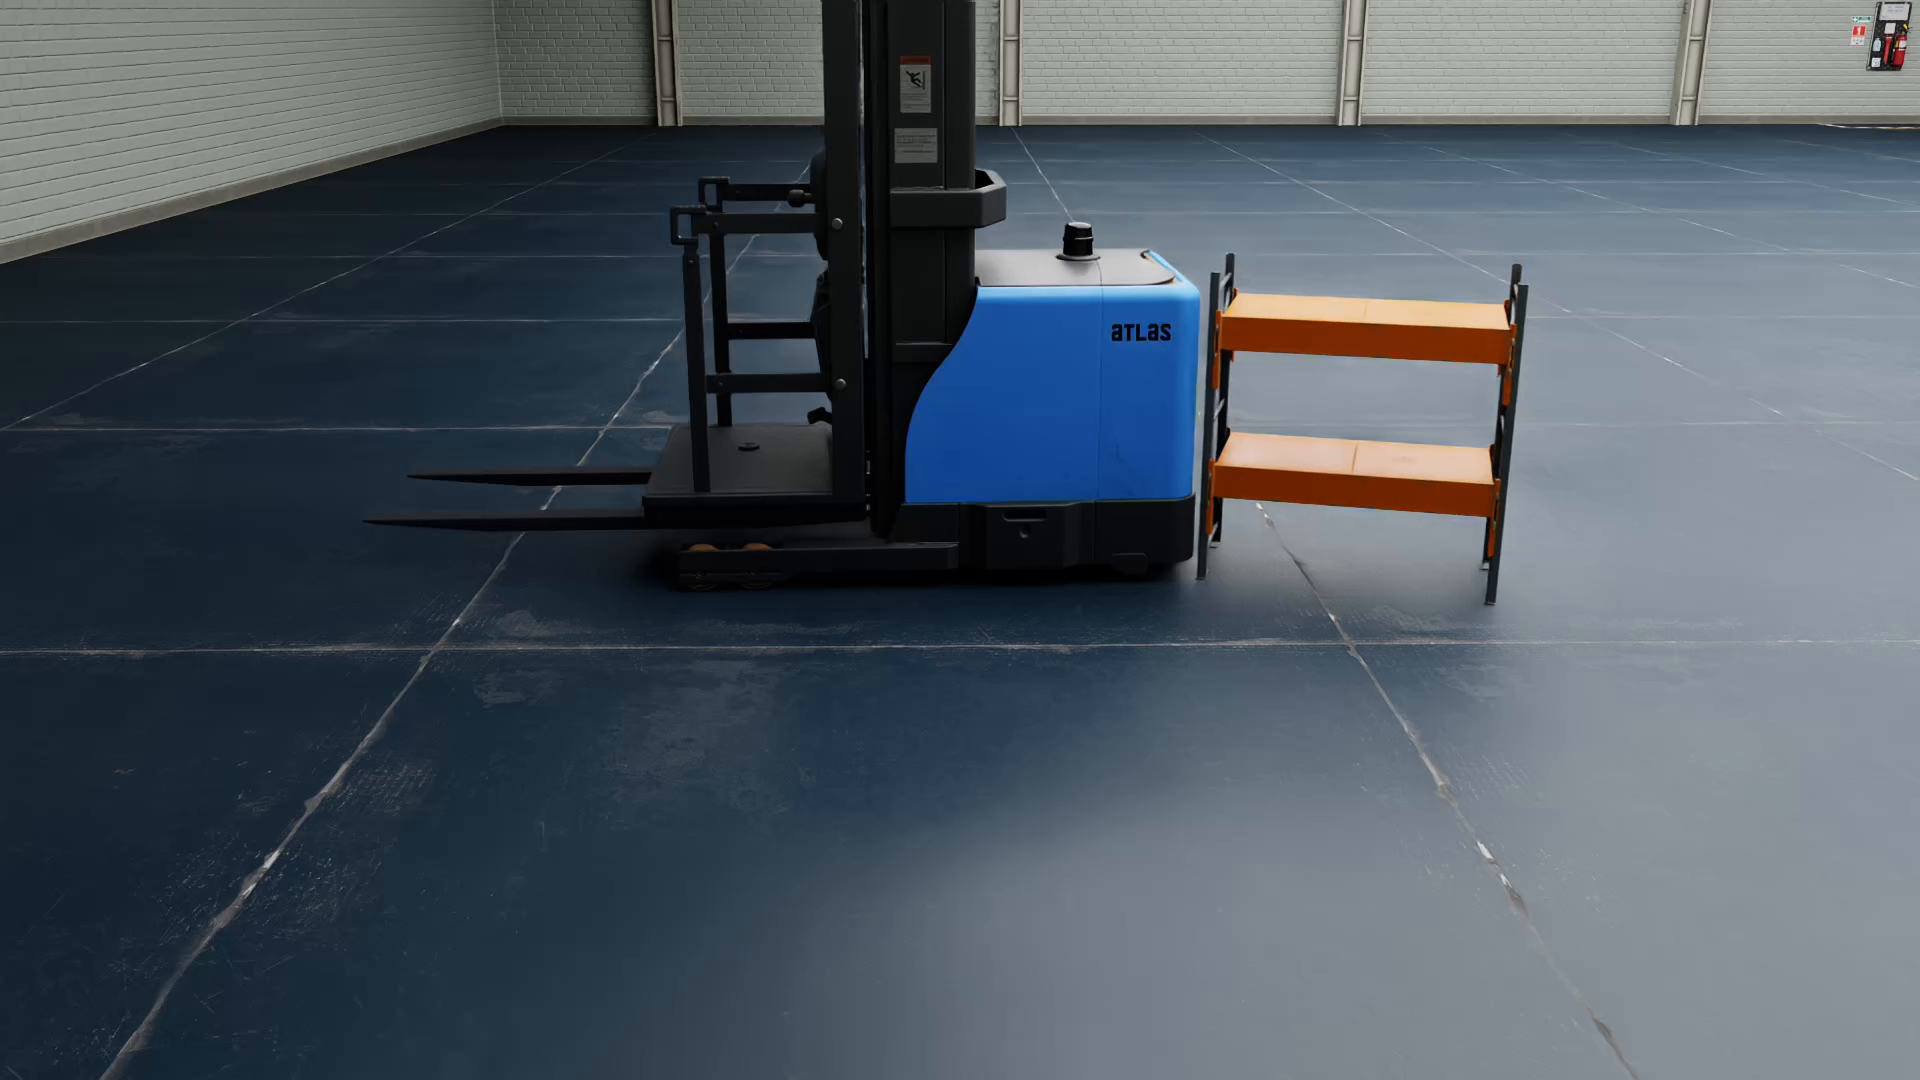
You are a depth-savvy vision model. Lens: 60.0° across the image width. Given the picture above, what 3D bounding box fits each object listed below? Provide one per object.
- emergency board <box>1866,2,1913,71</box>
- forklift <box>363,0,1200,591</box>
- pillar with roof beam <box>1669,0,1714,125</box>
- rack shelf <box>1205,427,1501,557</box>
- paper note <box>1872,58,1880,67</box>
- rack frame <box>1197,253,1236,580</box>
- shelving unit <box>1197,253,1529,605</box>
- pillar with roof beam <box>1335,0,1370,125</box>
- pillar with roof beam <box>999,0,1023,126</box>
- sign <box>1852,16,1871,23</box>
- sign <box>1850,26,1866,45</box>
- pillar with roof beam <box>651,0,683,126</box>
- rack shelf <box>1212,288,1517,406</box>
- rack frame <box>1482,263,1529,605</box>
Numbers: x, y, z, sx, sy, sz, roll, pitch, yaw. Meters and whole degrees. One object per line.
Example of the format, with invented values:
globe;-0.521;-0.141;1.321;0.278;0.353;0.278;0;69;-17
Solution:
emergency board;16.414;-8.865;29.271;0.643;1.169;0.194;0;18;-1
forklift;-0.676;-1.379;6.049;3.031;2.935;1.130;-1;18;-3
pillar with roof beam;12.954;-10.378;24.167;0.400;9.000;9.100;0;18;-1
rack shelf;1.439;-0.190;6.098;1.000;0.278;0.538;5;18;15
paper note;16.236;-8.466;29.469;0.142;0.148;0.016;0;18;-1
rack frame;0.948;-0.464;6.151;0.032;1.125;0.500;5;18;15
shelving unit;1.439;-0.423;6.024;1.048;1.125;0.538;5;18;15
pillar with roof beam;6.955;-10.349;24.077;0.400;9.000;9.100;0;18;-1
pillar with roof beam;0.956;-10.320;23.987;0.400;9.000;9.100;0;18;-1
sign;15.864;-9.160;29.266;0.331;0.109;0.001;0;18;-1
sign;15.860;-8.911;29.356;0.234;0.329;0.001;0;18;-1
pillar with roof beam;-5.044;-10.291;23.896;0.400;9.000;9.100;0;18;-1
rack shelf;1.439;-0.701;5.934;1.000;0.278;0.538;5;18;15
rack frame;1.929;-0.382;5.896;0.032;1.125;0.500;5;18;15
